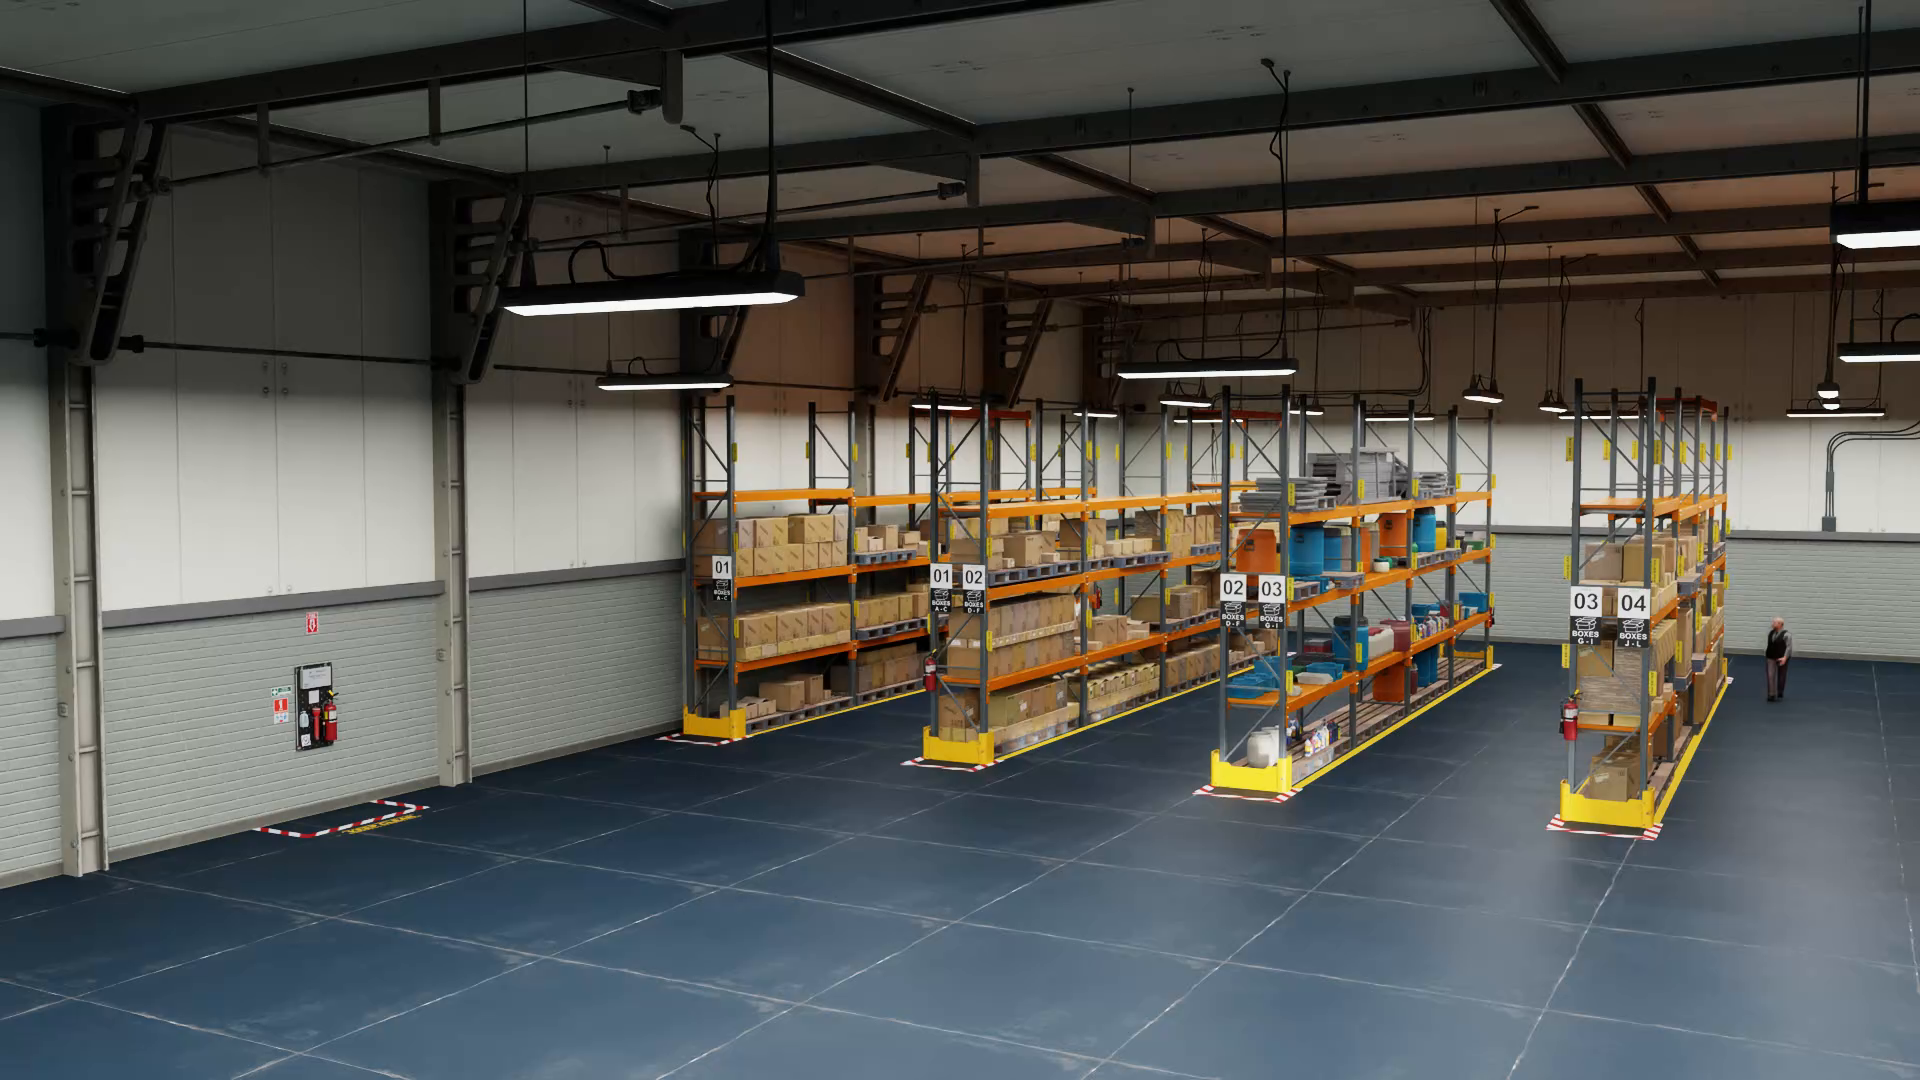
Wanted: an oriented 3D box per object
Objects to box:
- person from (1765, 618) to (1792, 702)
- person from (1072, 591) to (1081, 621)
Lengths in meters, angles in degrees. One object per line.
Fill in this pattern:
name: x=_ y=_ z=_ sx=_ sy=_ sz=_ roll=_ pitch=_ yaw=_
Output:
person: x=16.422 y=2.400 z=33.368 sx=0.476 sy=1.674 sz=1.045 roll=1 pitch=3 yaw=26
person: x=2.509 y=2.009 z=37.576 sx=0.500 sy=1.722 sz=1.058 roll=1 pitch=3 yaw=24
